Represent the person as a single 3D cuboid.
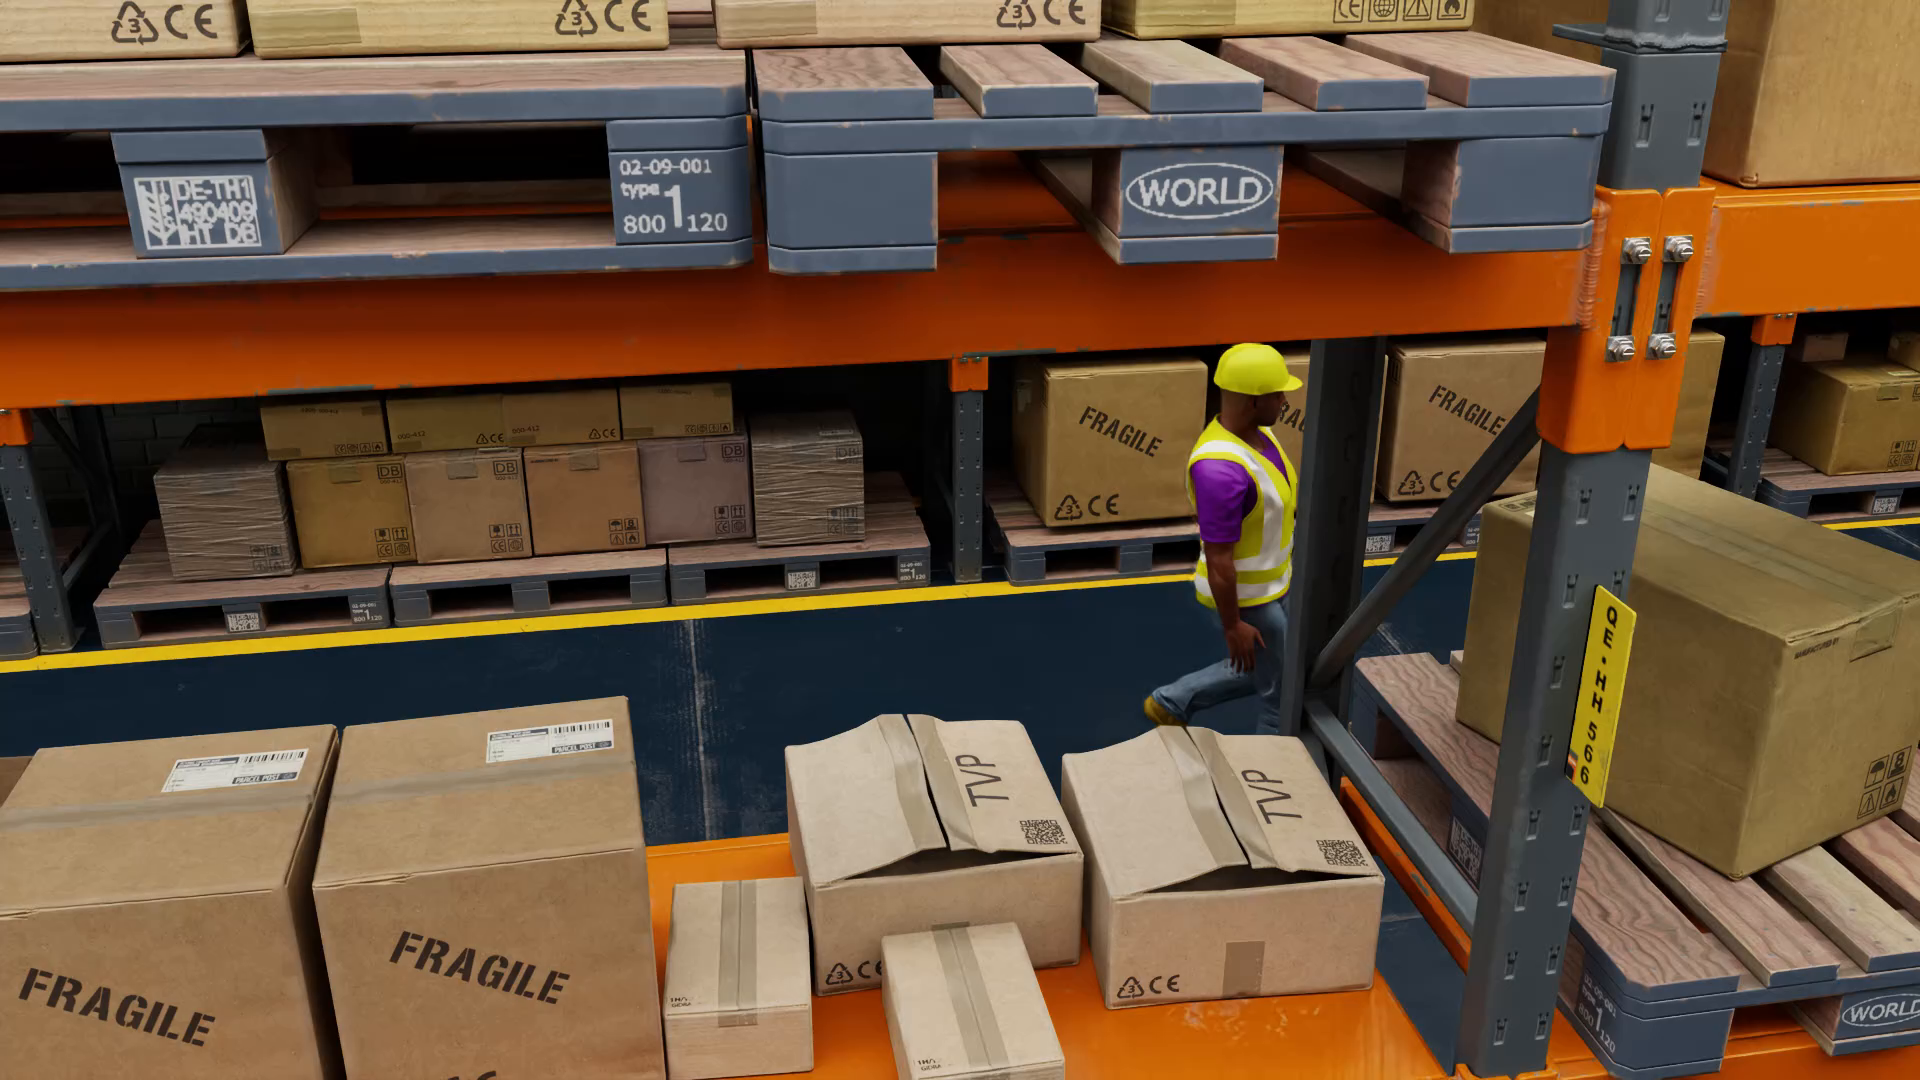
[{"bbox_3d":[1.033,0.167,5.710,0.840,1.738,0.598,8,24,17],"label":"person"}]
